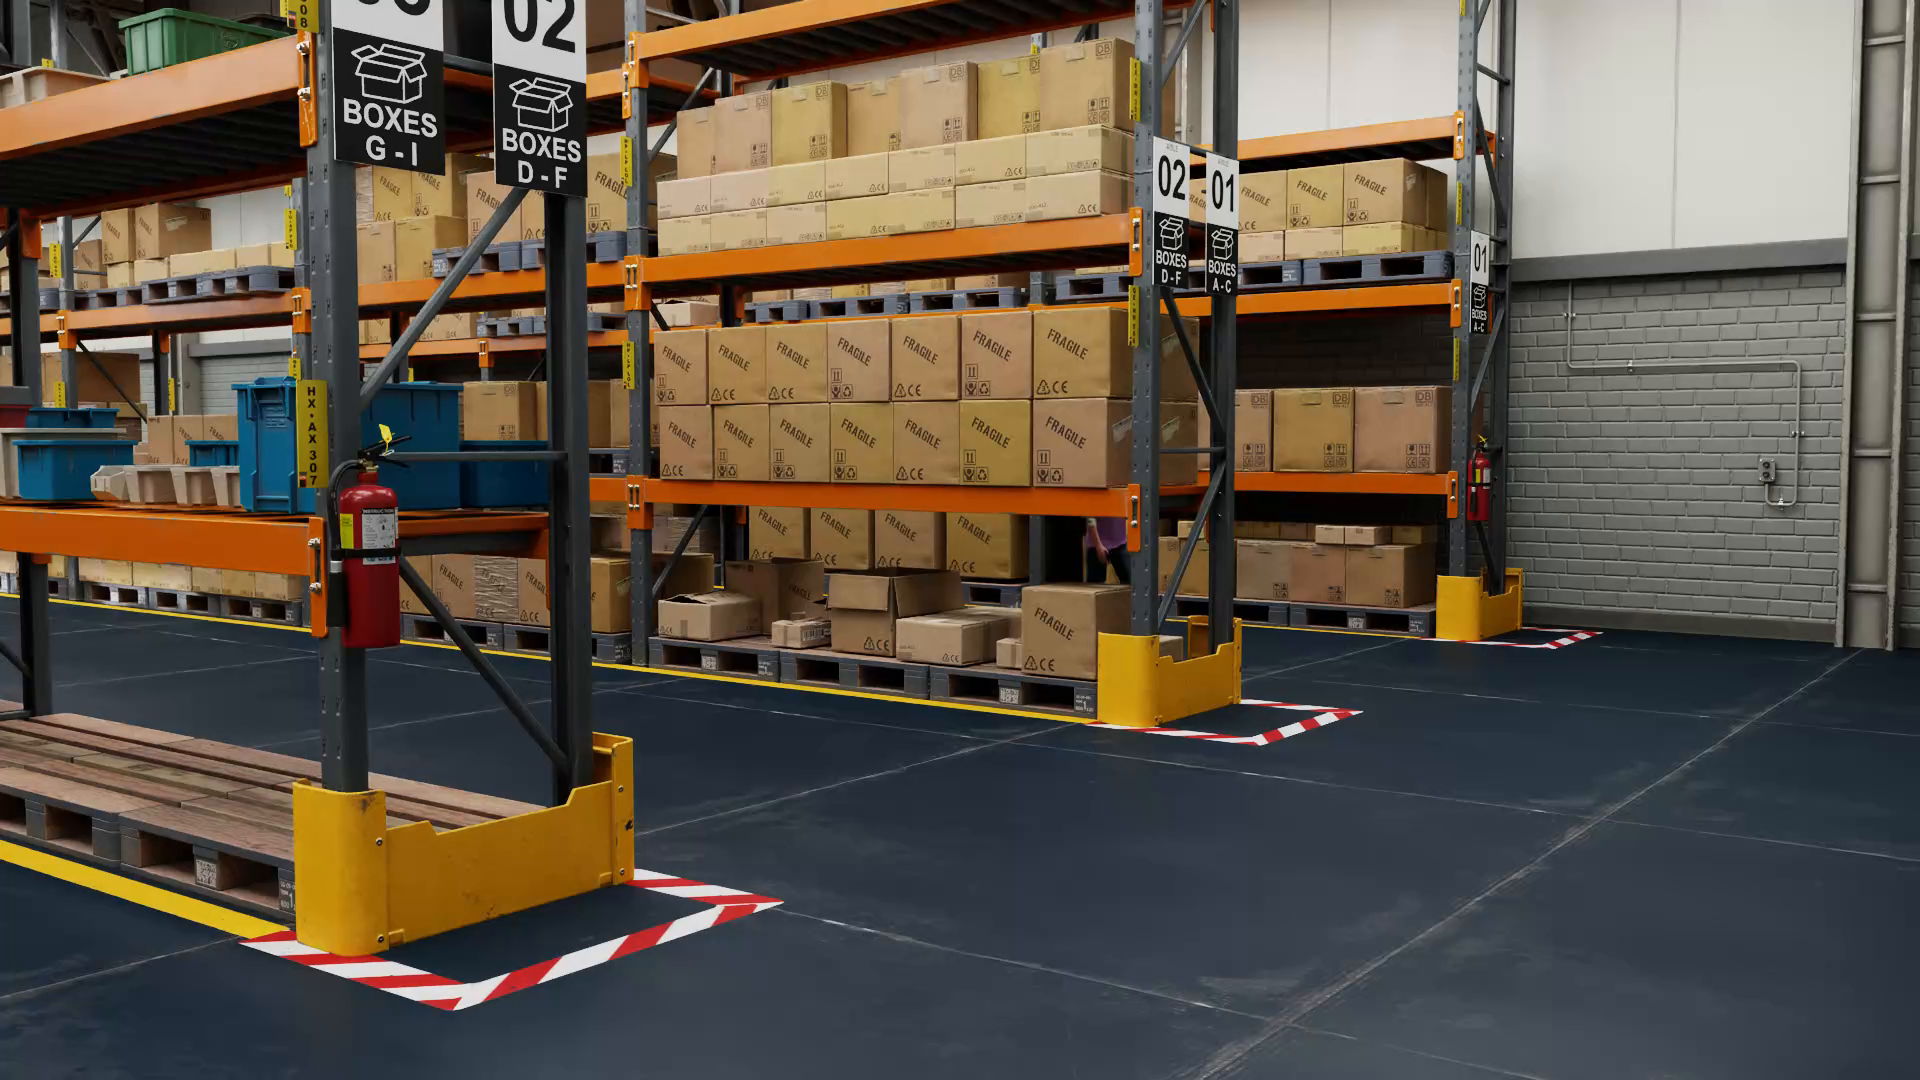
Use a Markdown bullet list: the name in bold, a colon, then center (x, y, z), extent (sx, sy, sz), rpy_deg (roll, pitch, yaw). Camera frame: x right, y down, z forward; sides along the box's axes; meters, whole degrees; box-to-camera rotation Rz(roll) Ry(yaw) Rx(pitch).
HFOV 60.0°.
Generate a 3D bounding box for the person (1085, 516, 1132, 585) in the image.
- **person**: center (1.044, 0.046, 12.114), extent (0.418, 1.539, 0.859), rpy_deg (-3, 5, -43)
